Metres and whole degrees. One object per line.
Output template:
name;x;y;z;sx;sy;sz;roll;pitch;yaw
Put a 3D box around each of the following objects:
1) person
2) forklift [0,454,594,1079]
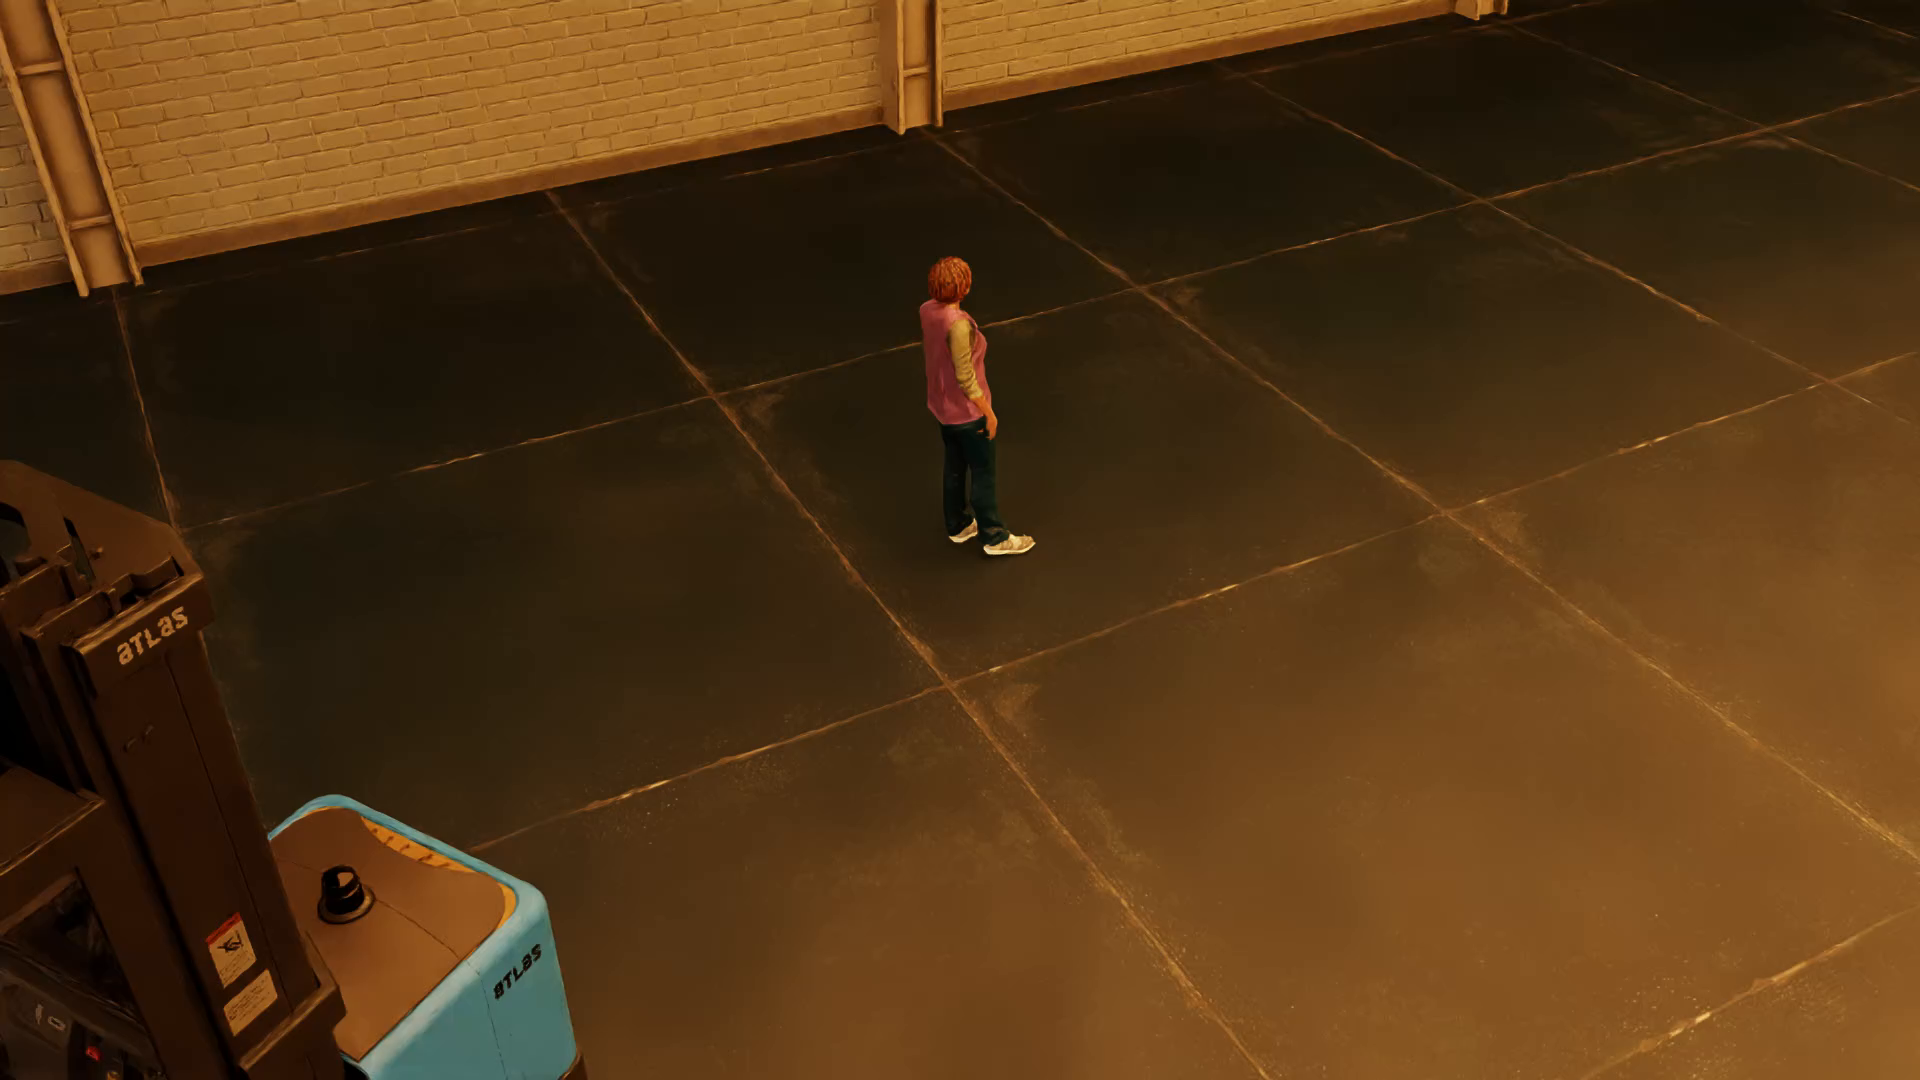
person;0.072;-0.671;8.216;0.474;1.597;0.521;-17;39;-23
forklift;-2.440;1.381;4.170;1.130;2.935;3.031;18;39;24
